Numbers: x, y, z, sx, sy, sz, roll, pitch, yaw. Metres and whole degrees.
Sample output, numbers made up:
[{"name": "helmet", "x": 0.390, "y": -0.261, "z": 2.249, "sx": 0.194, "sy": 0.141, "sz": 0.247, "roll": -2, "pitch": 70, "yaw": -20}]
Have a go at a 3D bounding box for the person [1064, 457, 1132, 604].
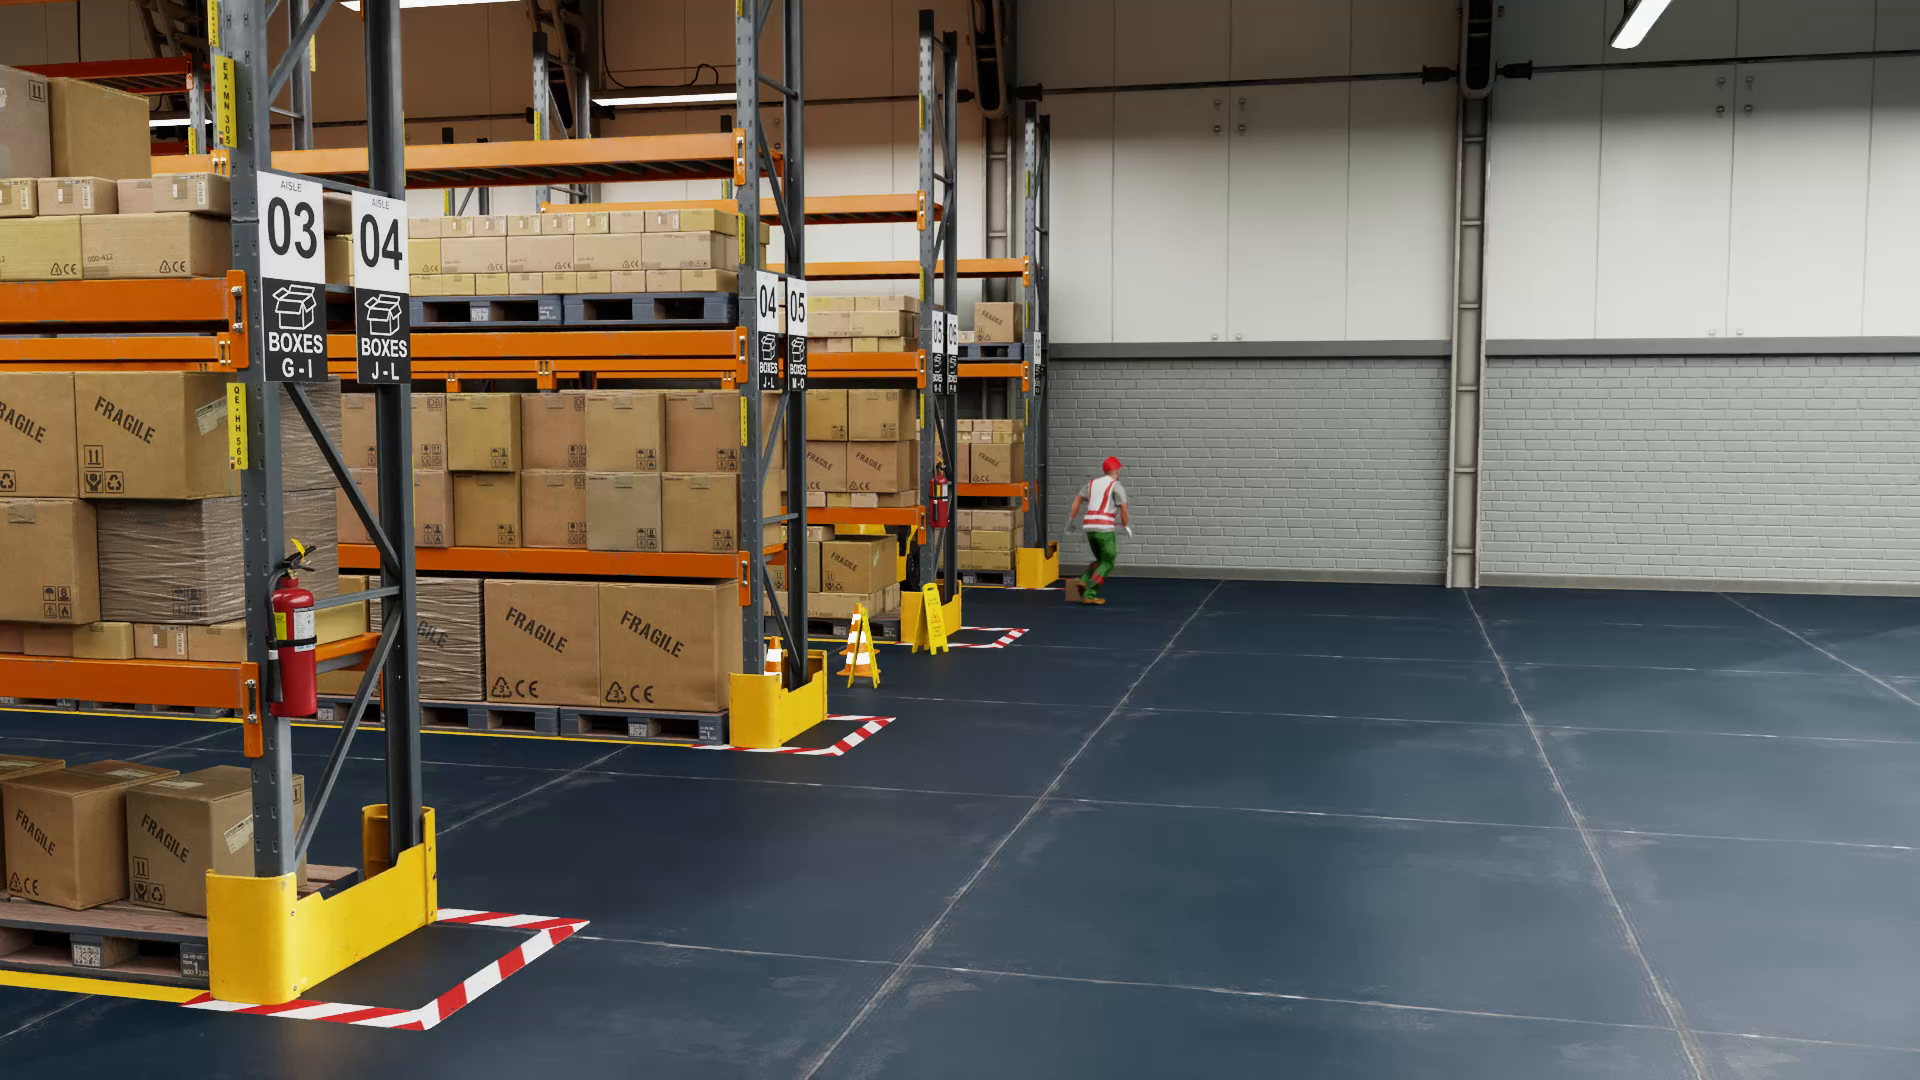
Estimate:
[{"name": "person", "x": 1.628, "y": -0.119, "z": 19.308, "sx": 0.647, "sy": 1.690, "sz": 0.700, "roll": -3, "pitch": 6, "yaw": -35}]
